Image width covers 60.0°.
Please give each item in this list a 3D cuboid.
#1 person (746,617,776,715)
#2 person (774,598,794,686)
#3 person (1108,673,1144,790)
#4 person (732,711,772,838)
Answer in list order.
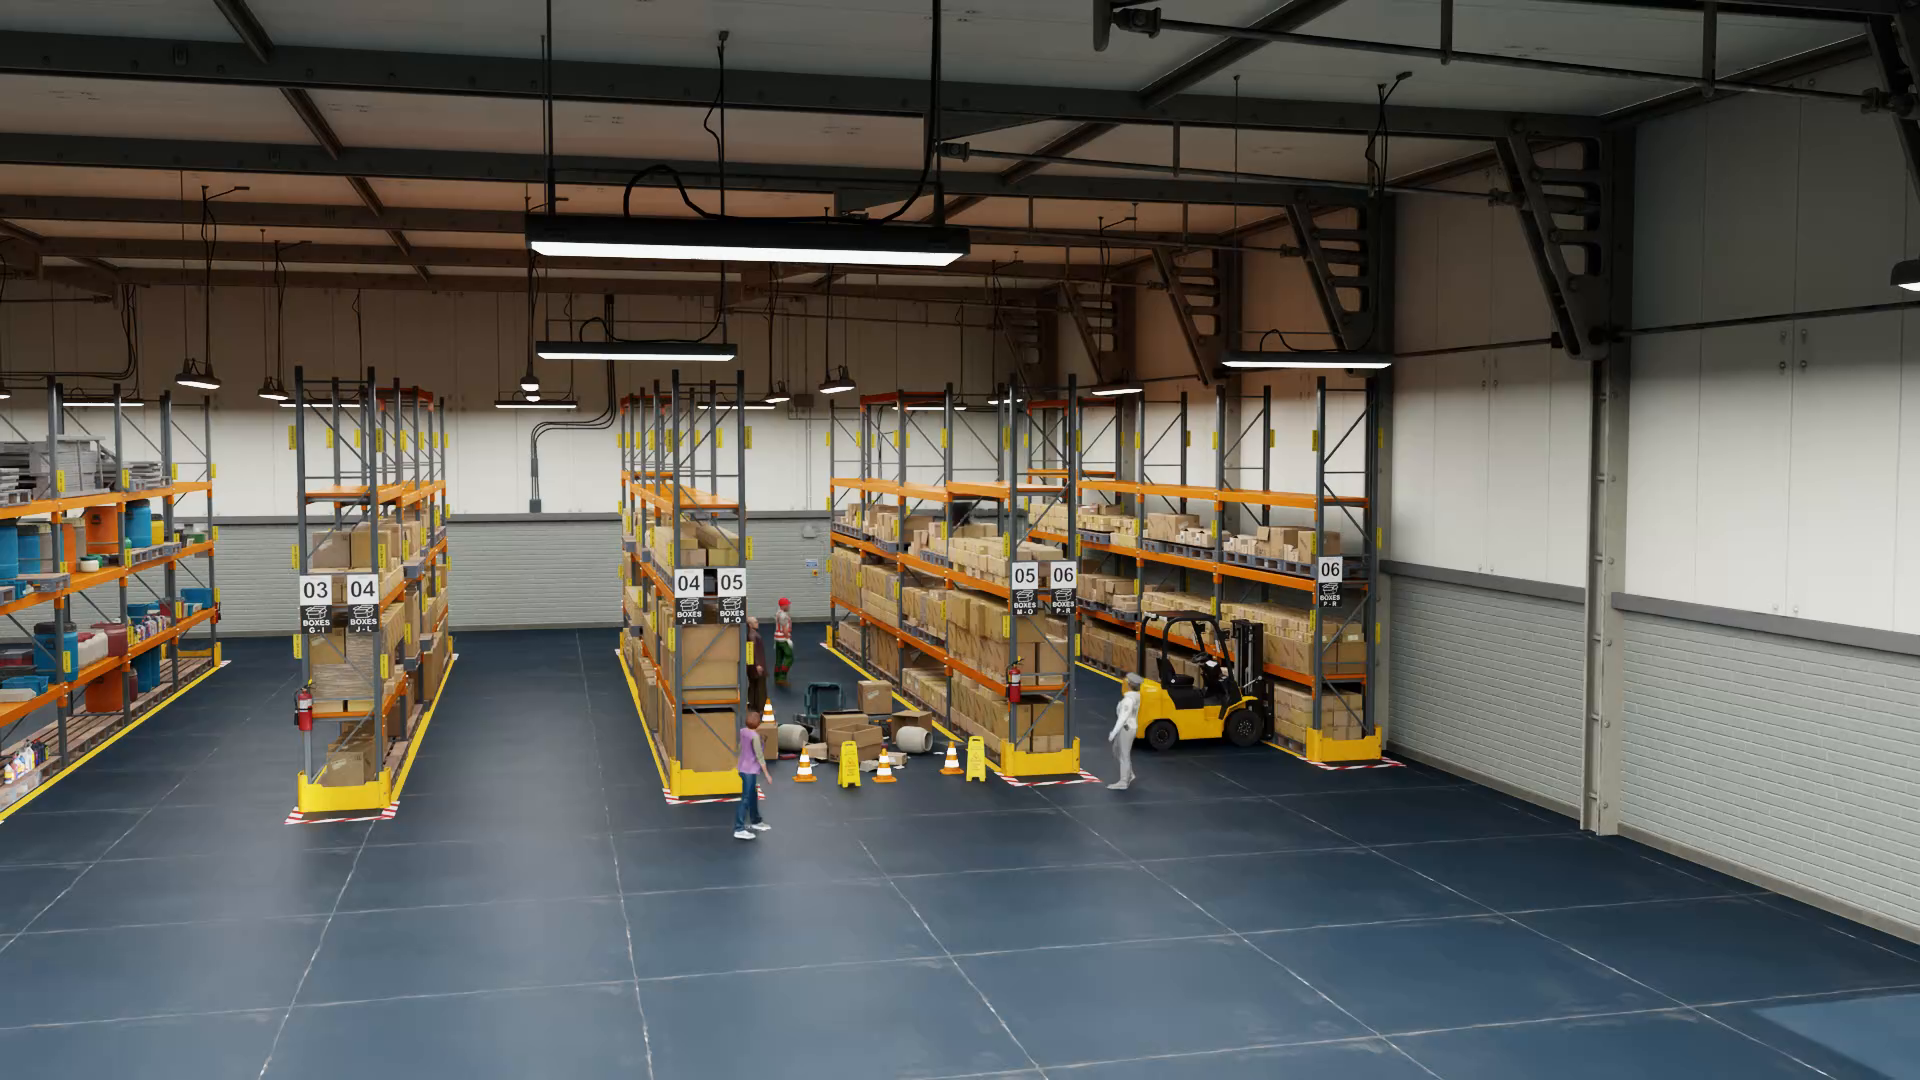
[{"bbox_3d":[-3.706,2.298,30.535,0.517,1.775,0.599,-2,4,-30],"label":"person"},{"bbox_3d":[-3.594,2.070,33.884,0.348,1.789,0.599,-1,4,-21],"label":"person"},{"bbox_3d":[2.382,2.750,23.880,0.508,1.701,0.522,0,3,5],"label":"person"},{"bbox_3d":[-2.625,2.950,21.066,0.590,1.595,0.558,-1,4,-22],"label":"person"}]
